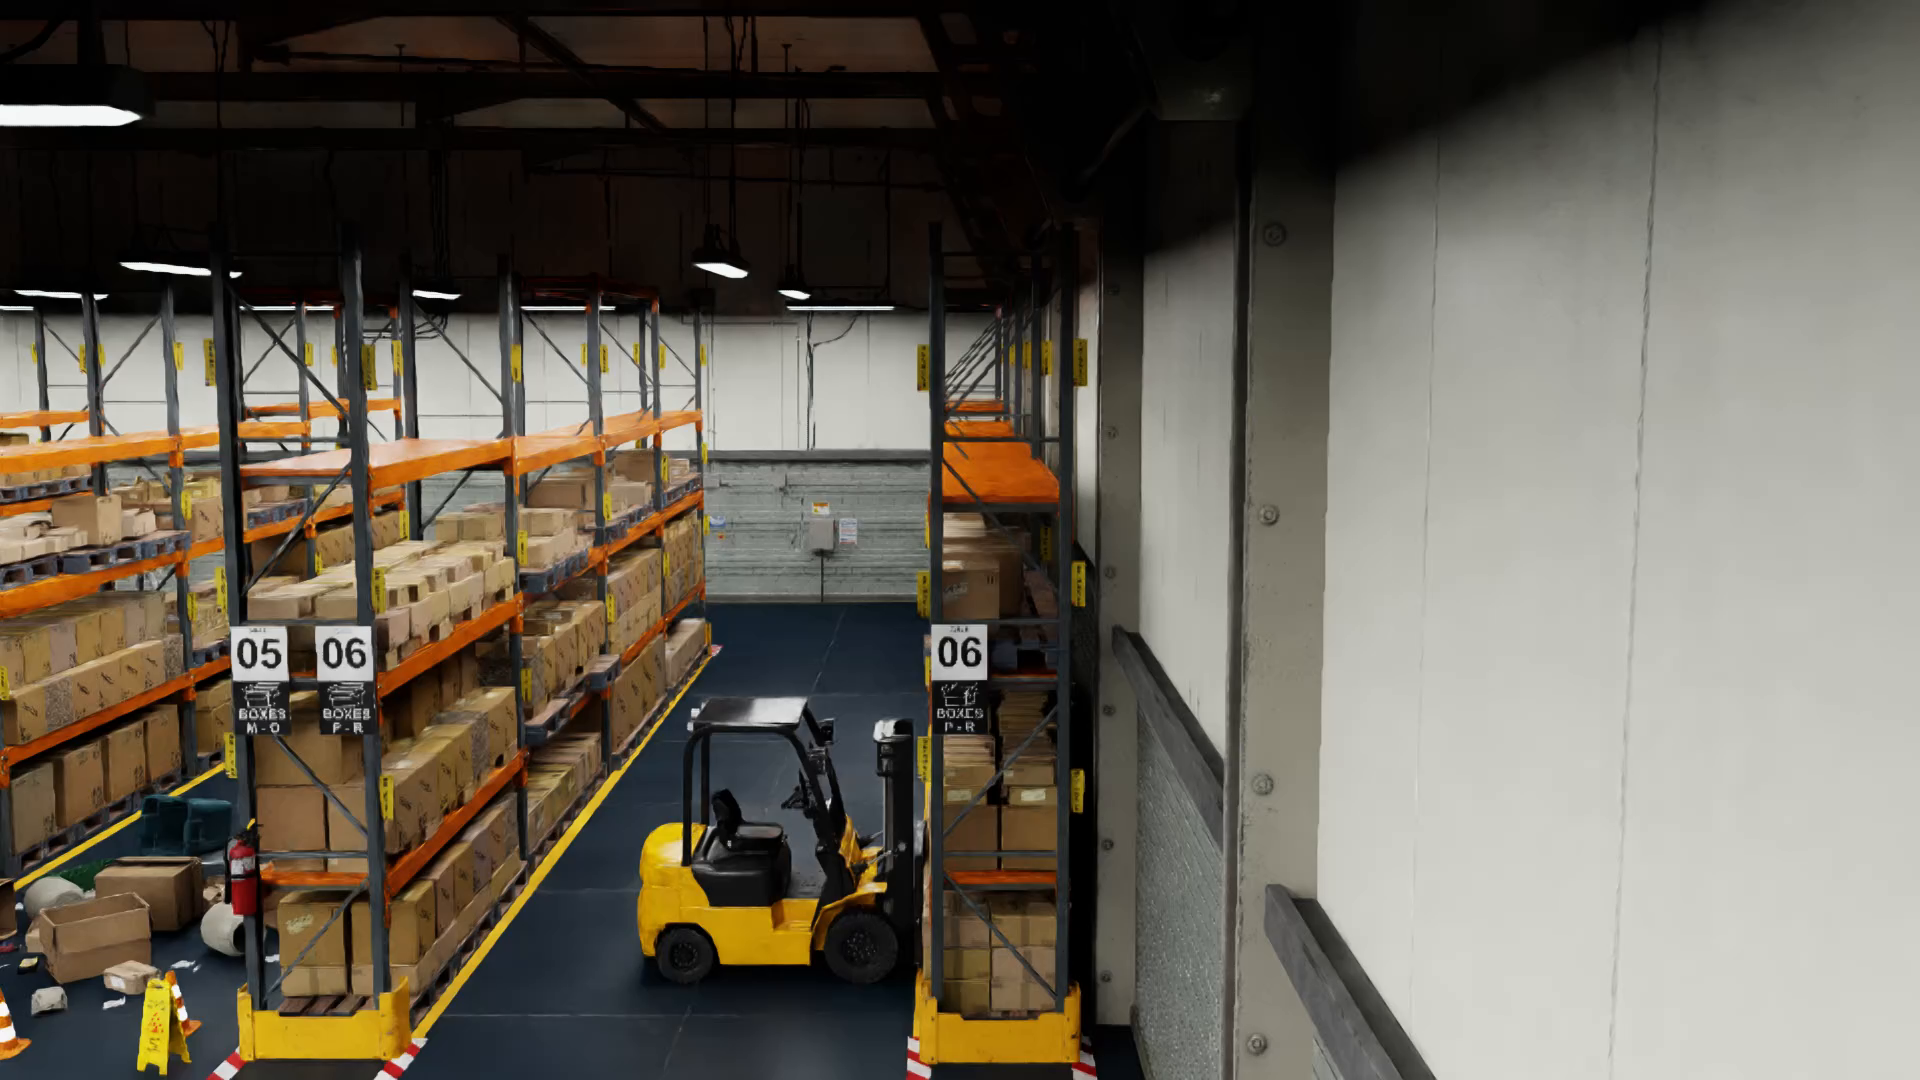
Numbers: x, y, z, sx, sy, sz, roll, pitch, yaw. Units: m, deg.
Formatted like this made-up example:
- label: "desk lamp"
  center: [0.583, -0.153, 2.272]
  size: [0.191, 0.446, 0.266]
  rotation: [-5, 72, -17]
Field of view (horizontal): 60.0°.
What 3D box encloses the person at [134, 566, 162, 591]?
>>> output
- label: "person"
  center: [-15.740, 0.613, 32.137]
  size: [0.632, 1.620, 0.754]
  rotation: [-3, 7, -21]
